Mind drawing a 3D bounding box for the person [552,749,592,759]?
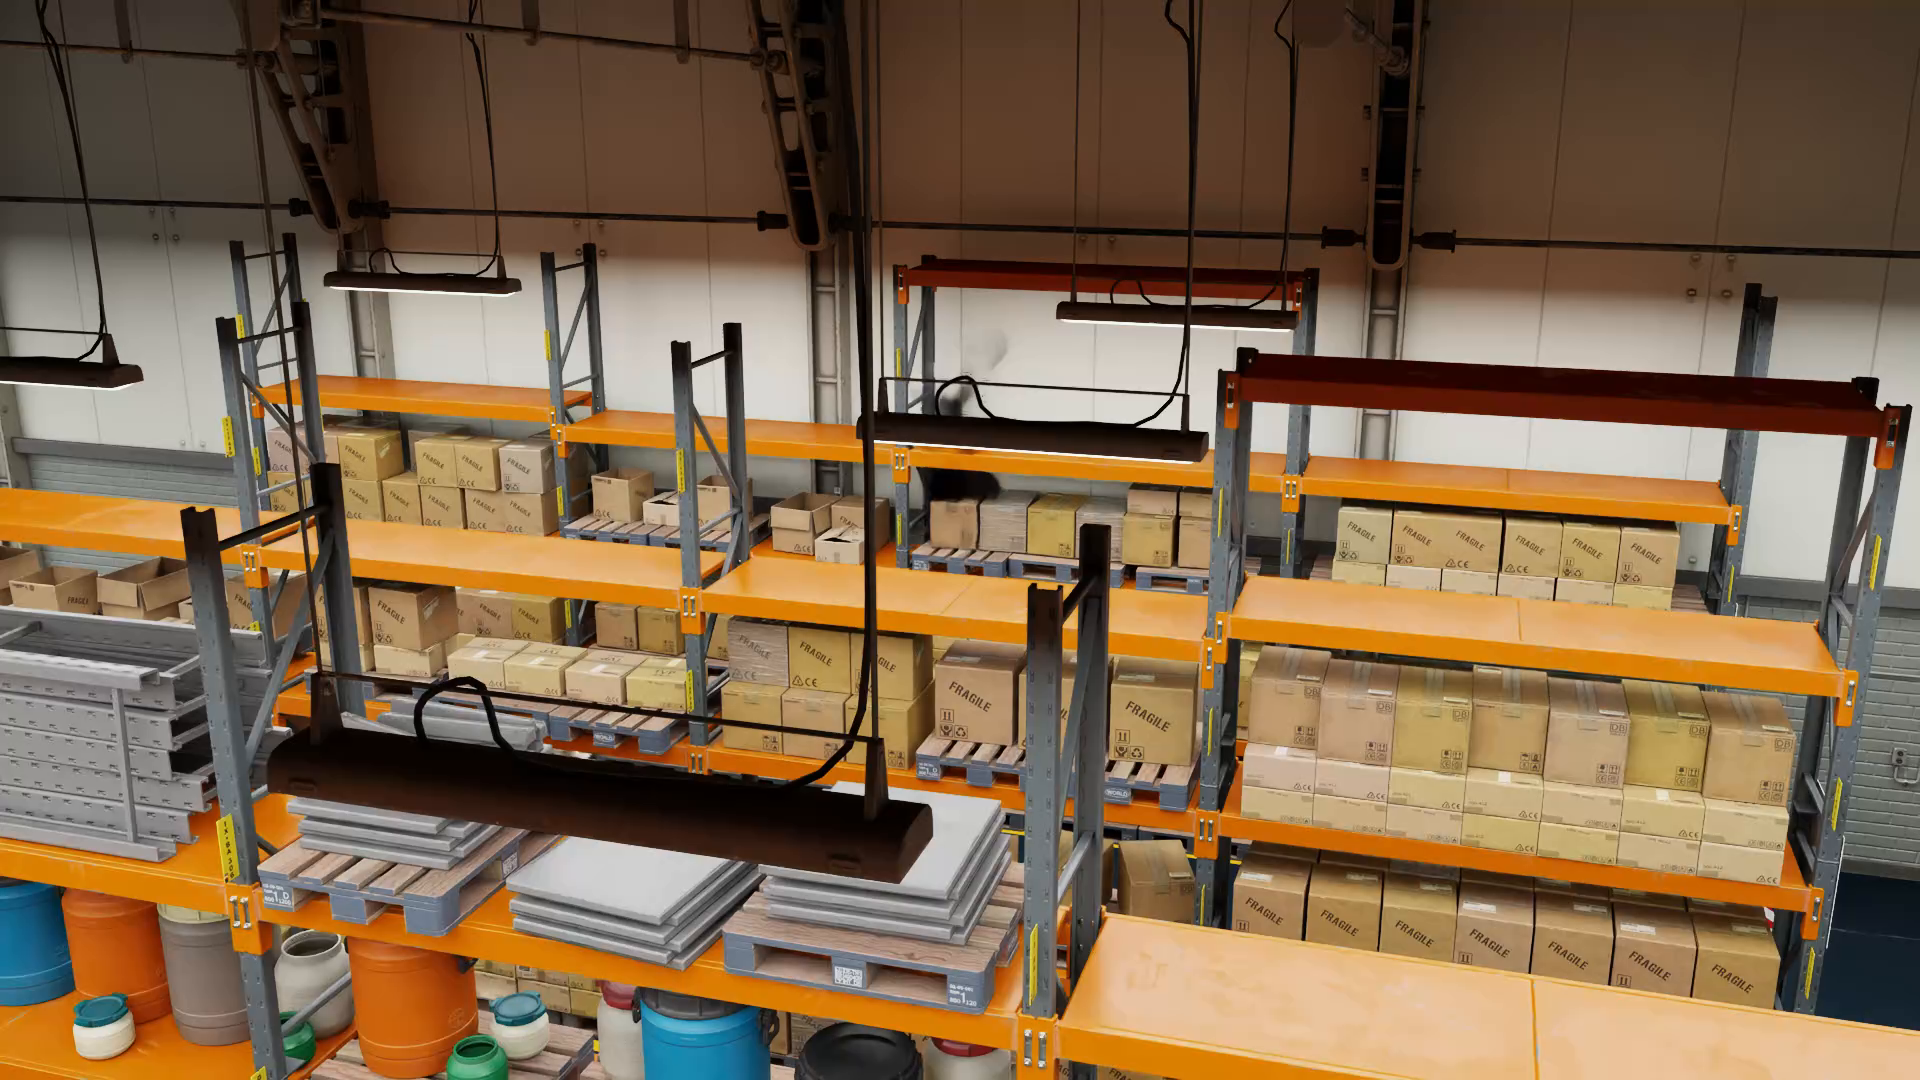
[{"bbox_3d":[-3.817,2.504,16.458,0.904,1.729,0.712,1,16,5],"label":"person"}]
